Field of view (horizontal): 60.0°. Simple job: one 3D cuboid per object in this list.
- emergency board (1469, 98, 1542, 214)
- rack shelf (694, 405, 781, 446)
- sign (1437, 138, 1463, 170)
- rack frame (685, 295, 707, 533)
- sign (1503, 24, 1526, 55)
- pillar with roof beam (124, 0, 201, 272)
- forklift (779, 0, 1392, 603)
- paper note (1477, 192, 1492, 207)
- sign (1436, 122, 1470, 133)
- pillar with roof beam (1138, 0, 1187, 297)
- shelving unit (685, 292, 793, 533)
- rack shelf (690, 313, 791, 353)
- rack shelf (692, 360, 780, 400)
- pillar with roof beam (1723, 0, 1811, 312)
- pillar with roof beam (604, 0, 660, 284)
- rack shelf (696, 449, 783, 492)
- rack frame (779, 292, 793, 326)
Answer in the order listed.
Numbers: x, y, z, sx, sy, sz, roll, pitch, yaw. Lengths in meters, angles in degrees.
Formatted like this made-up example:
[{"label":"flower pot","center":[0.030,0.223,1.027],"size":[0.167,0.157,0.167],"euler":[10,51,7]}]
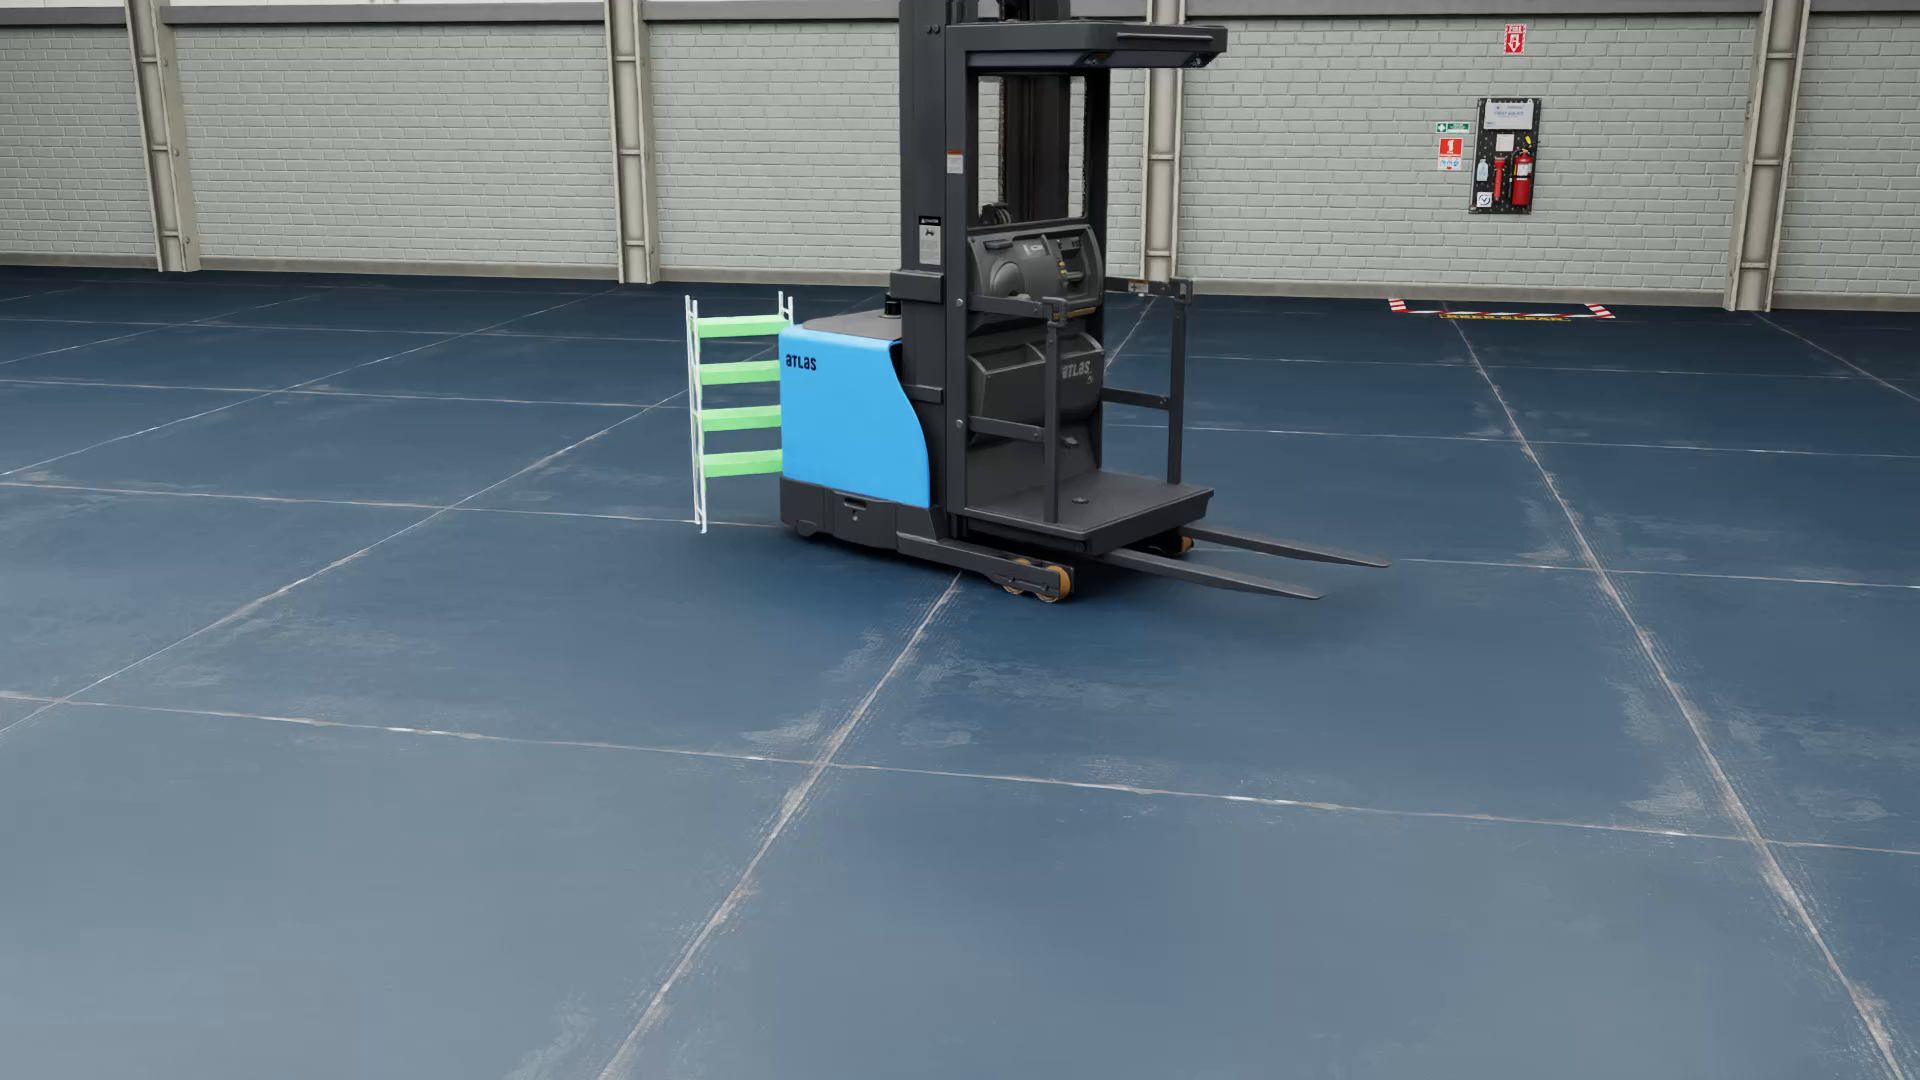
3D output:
[{"label":"emergency board","center":[5.628,-3.947,17.124],"size":[0.643,1.169,0.194],"euler":[3,16,11]},{"label":"rack shelf","center":[-1.130,-0.604,8.664],"size":[0.480,0.148,0.258],"euler":[-5,16,-18]},{"label":"sign","center":[5.107,-4.021,17.322],"size":[0.234,0.329,0.001],"euler":[3,16,11]},{"label":"rack frame","center":[-1.361,-0.644,8.570],"size":[0.015,1.200,0.240],"euler":[-5,16,-18]},{"label":"sign","center":[5.640,-5.091,16.910],"size":[0.199,0.298,0.001],"euler":[3,16,11]},{"label":"pillar with roof beam","center":[-10.455,-6.529,15.203],"size":[0.400,9.000,9.100],"euler":[3,16,11]},{"label":"forklift","center":[0.524,-1.288,7.652],"size":[3.031,2.935,1.130],"euler":[13,20,39]},{"label":"paper note","center":[5.468,-3.550,17.340],"size":[0.142,0.148,0.016],"euler":[3,16,11]},{"label":"sign","center":[5.109,-4.274,17.242],"size":[0.331,0.109,0.001],"euler":[3,16,11]},{"label":"pillar with roof beam","center":[1.304,-5.890,12.899],"size":[0.400,9.000,9.100],"euler":[3,16,11]},{"label":"shelving unit","center":[-1.130,-0.665,8.647],"size":[0.503,1.200,0.258],"euler":[-5,16,-18]},{"label":"rack shelf","center":[-1.130,-1.066,8.536],"size":[0.480,0.148,0.258],"euler":[-5,16,-18]},{"label":"rack shelf","center":[-1.130,-0.835,8.600],"size":[0.480,0.148,0.258],"euler":[-5,16,-18]},{"label":"pillar with roof beam","center":[7.184,-5.571,11.747],"size":[0.400,9.000,9.100],"euler":[3,16,11]},{"label":"pillar with roof beam","center":[-4.575,-6.209,14.051],"size":[0.400,9.000,9.100],"euler":[3,16,11]},{"label":"rack shelf","center":[-1.130,-0.373,8.728],"size":[0.480,0.148,0.258],"euler":[-5,16,-18]},{"label":"rack frame","center":[-0.899,-0.687,8.723],"size":[0.015,1.200,0.240],"euler":[-5,16,-18]}]
